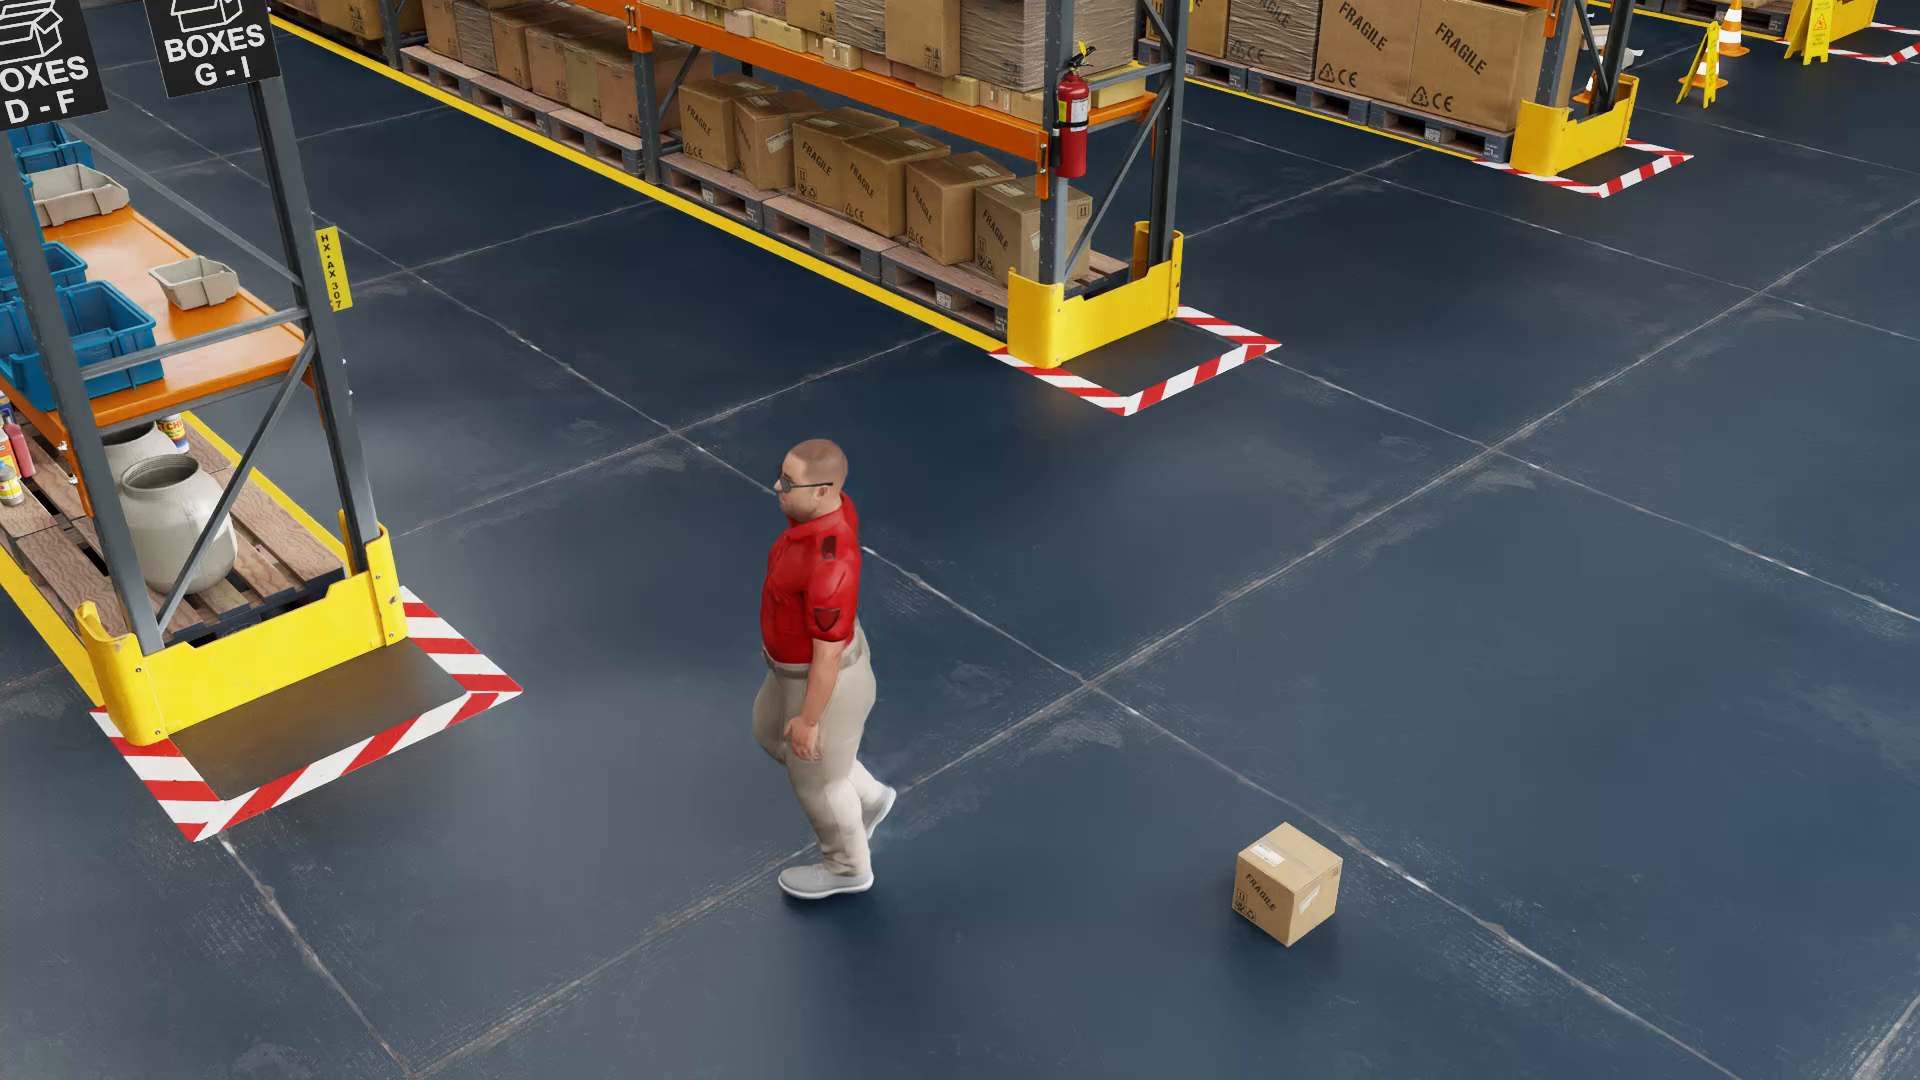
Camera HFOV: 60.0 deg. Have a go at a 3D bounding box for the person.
[{"bbox_3d":[-0.450,0.443,5.393,0.483,1.735,0.571,-4,32,-6],"label":"person"}]
